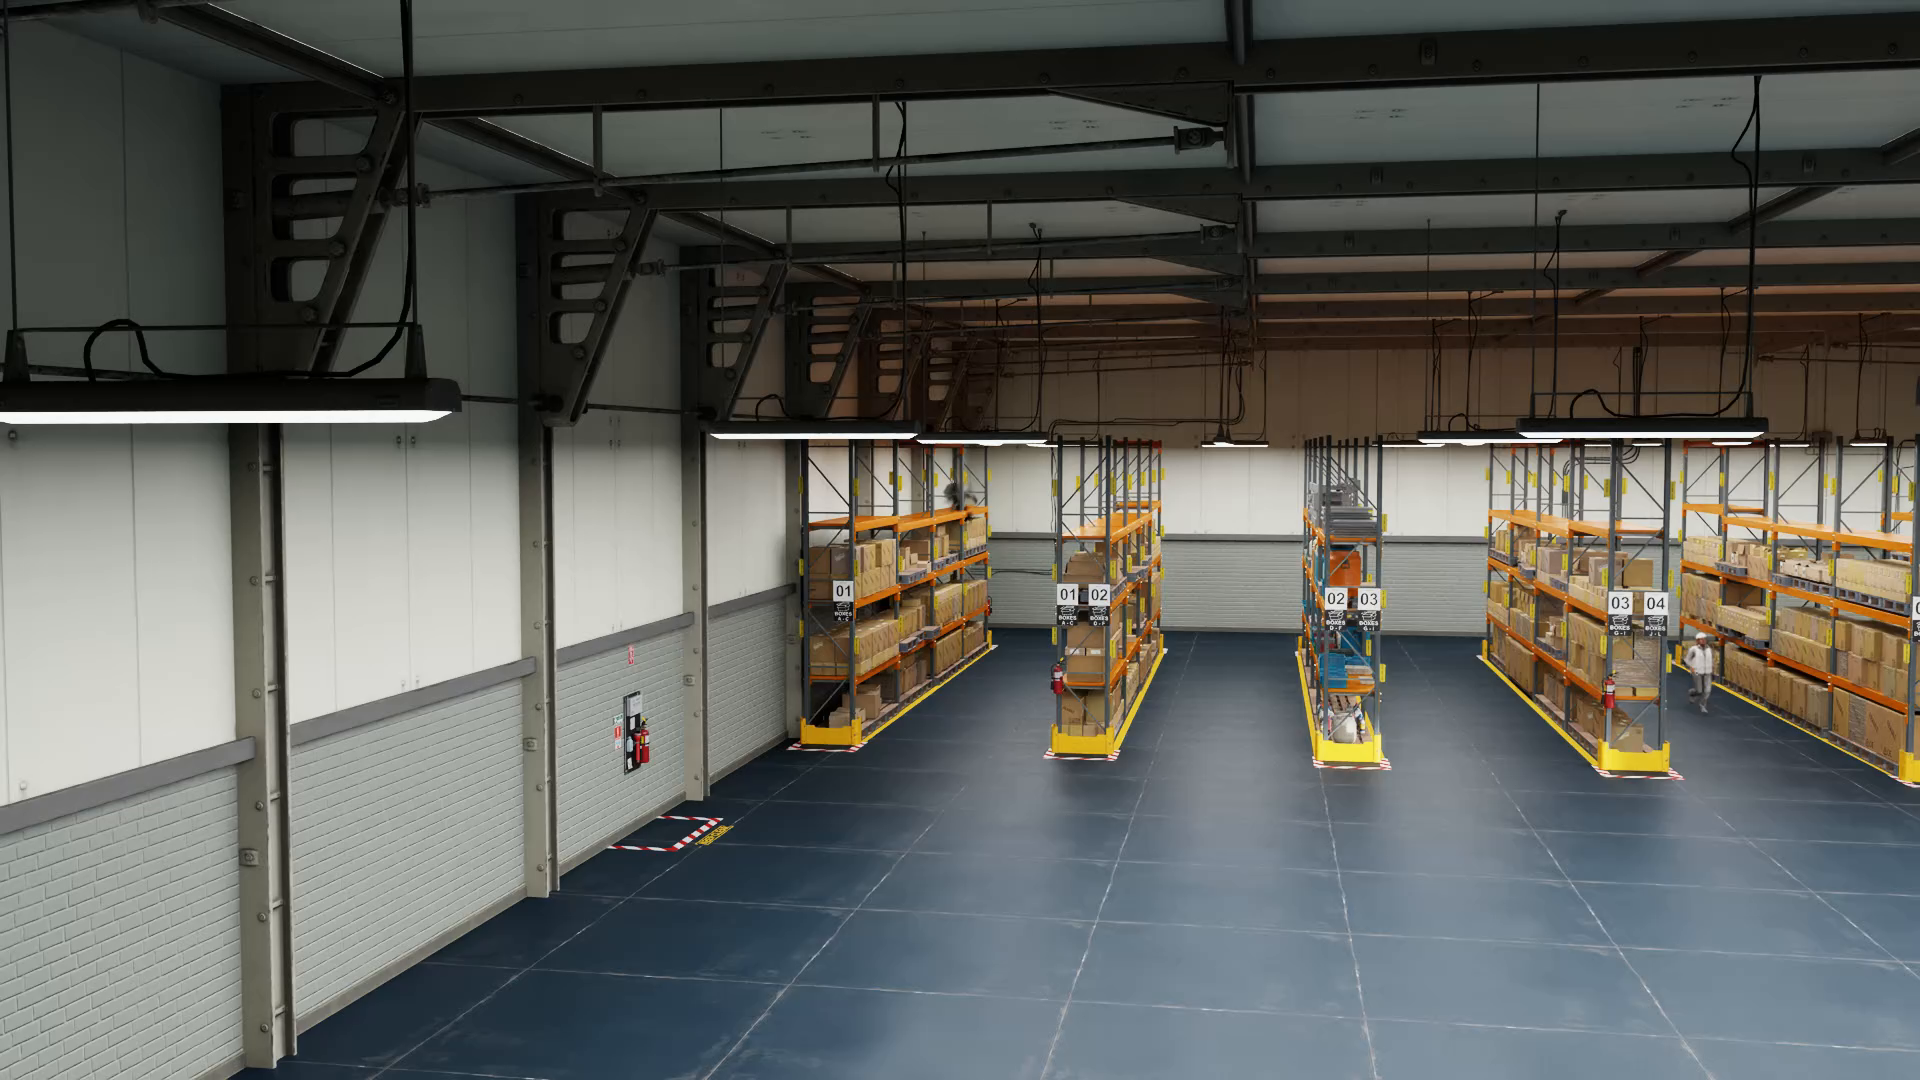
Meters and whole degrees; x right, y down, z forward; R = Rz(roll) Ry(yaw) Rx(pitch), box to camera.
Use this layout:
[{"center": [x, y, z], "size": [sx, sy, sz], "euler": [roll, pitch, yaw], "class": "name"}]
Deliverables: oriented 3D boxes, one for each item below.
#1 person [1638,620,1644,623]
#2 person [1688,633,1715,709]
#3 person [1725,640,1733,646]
[{"center": [18.062, 2.513, 44.858], "size": [0.708, 1.585, 0.558], "euler": [2, 4, 35], "class": "person"}, {"center": [16.210, 2.862, 36.410], "size": [0.564, 1.670, 0.579], "euler": [0, 3, 0], "class": "person"}, {"center": [21.018, 2.439, 45.495], "size": [0.786, 1.736, 0.601], "euler": [-1, 3, -20], "class": "person"}]
